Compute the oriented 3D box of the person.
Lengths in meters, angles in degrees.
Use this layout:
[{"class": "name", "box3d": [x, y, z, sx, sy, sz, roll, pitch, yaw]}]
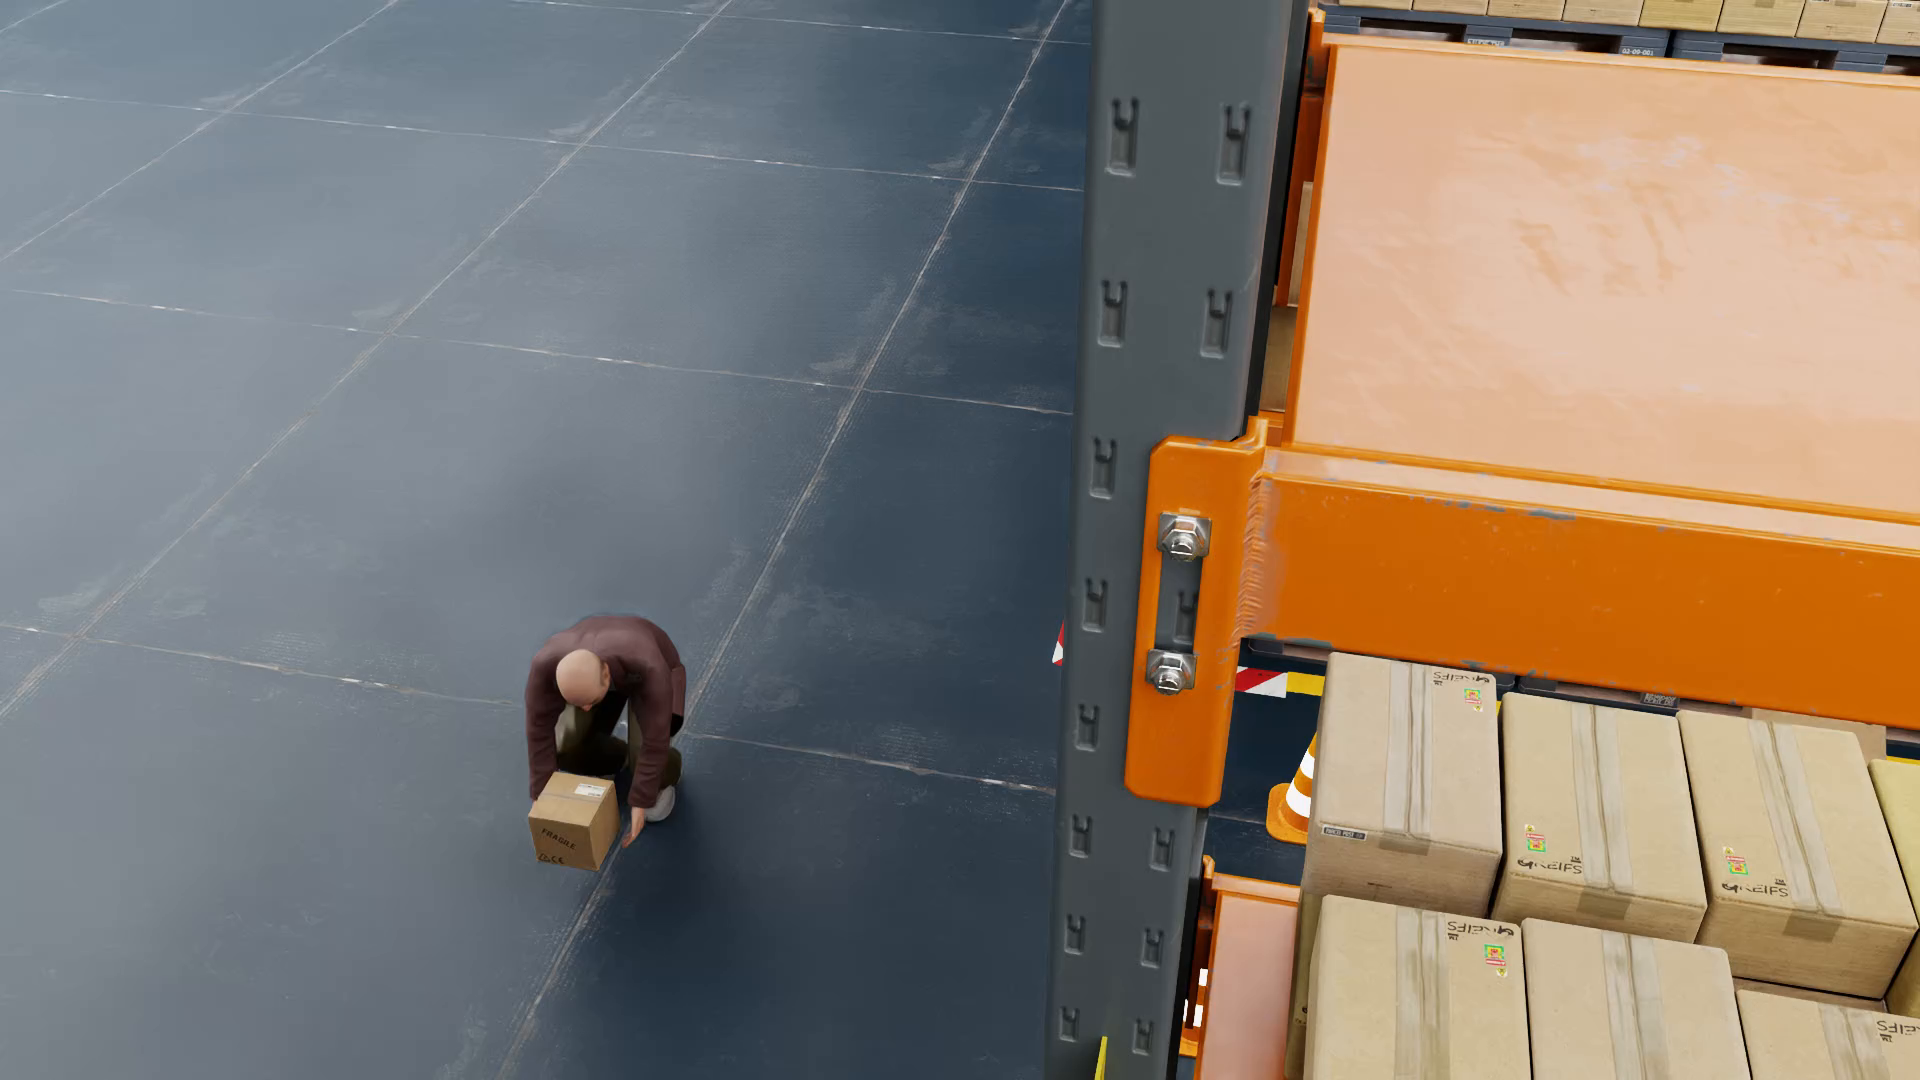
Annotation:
[{"class": "person", "box3d": [-1.372, 0.702, 6.689, 0.612, 0.987, 0.804, 7, 37, 10]}]
